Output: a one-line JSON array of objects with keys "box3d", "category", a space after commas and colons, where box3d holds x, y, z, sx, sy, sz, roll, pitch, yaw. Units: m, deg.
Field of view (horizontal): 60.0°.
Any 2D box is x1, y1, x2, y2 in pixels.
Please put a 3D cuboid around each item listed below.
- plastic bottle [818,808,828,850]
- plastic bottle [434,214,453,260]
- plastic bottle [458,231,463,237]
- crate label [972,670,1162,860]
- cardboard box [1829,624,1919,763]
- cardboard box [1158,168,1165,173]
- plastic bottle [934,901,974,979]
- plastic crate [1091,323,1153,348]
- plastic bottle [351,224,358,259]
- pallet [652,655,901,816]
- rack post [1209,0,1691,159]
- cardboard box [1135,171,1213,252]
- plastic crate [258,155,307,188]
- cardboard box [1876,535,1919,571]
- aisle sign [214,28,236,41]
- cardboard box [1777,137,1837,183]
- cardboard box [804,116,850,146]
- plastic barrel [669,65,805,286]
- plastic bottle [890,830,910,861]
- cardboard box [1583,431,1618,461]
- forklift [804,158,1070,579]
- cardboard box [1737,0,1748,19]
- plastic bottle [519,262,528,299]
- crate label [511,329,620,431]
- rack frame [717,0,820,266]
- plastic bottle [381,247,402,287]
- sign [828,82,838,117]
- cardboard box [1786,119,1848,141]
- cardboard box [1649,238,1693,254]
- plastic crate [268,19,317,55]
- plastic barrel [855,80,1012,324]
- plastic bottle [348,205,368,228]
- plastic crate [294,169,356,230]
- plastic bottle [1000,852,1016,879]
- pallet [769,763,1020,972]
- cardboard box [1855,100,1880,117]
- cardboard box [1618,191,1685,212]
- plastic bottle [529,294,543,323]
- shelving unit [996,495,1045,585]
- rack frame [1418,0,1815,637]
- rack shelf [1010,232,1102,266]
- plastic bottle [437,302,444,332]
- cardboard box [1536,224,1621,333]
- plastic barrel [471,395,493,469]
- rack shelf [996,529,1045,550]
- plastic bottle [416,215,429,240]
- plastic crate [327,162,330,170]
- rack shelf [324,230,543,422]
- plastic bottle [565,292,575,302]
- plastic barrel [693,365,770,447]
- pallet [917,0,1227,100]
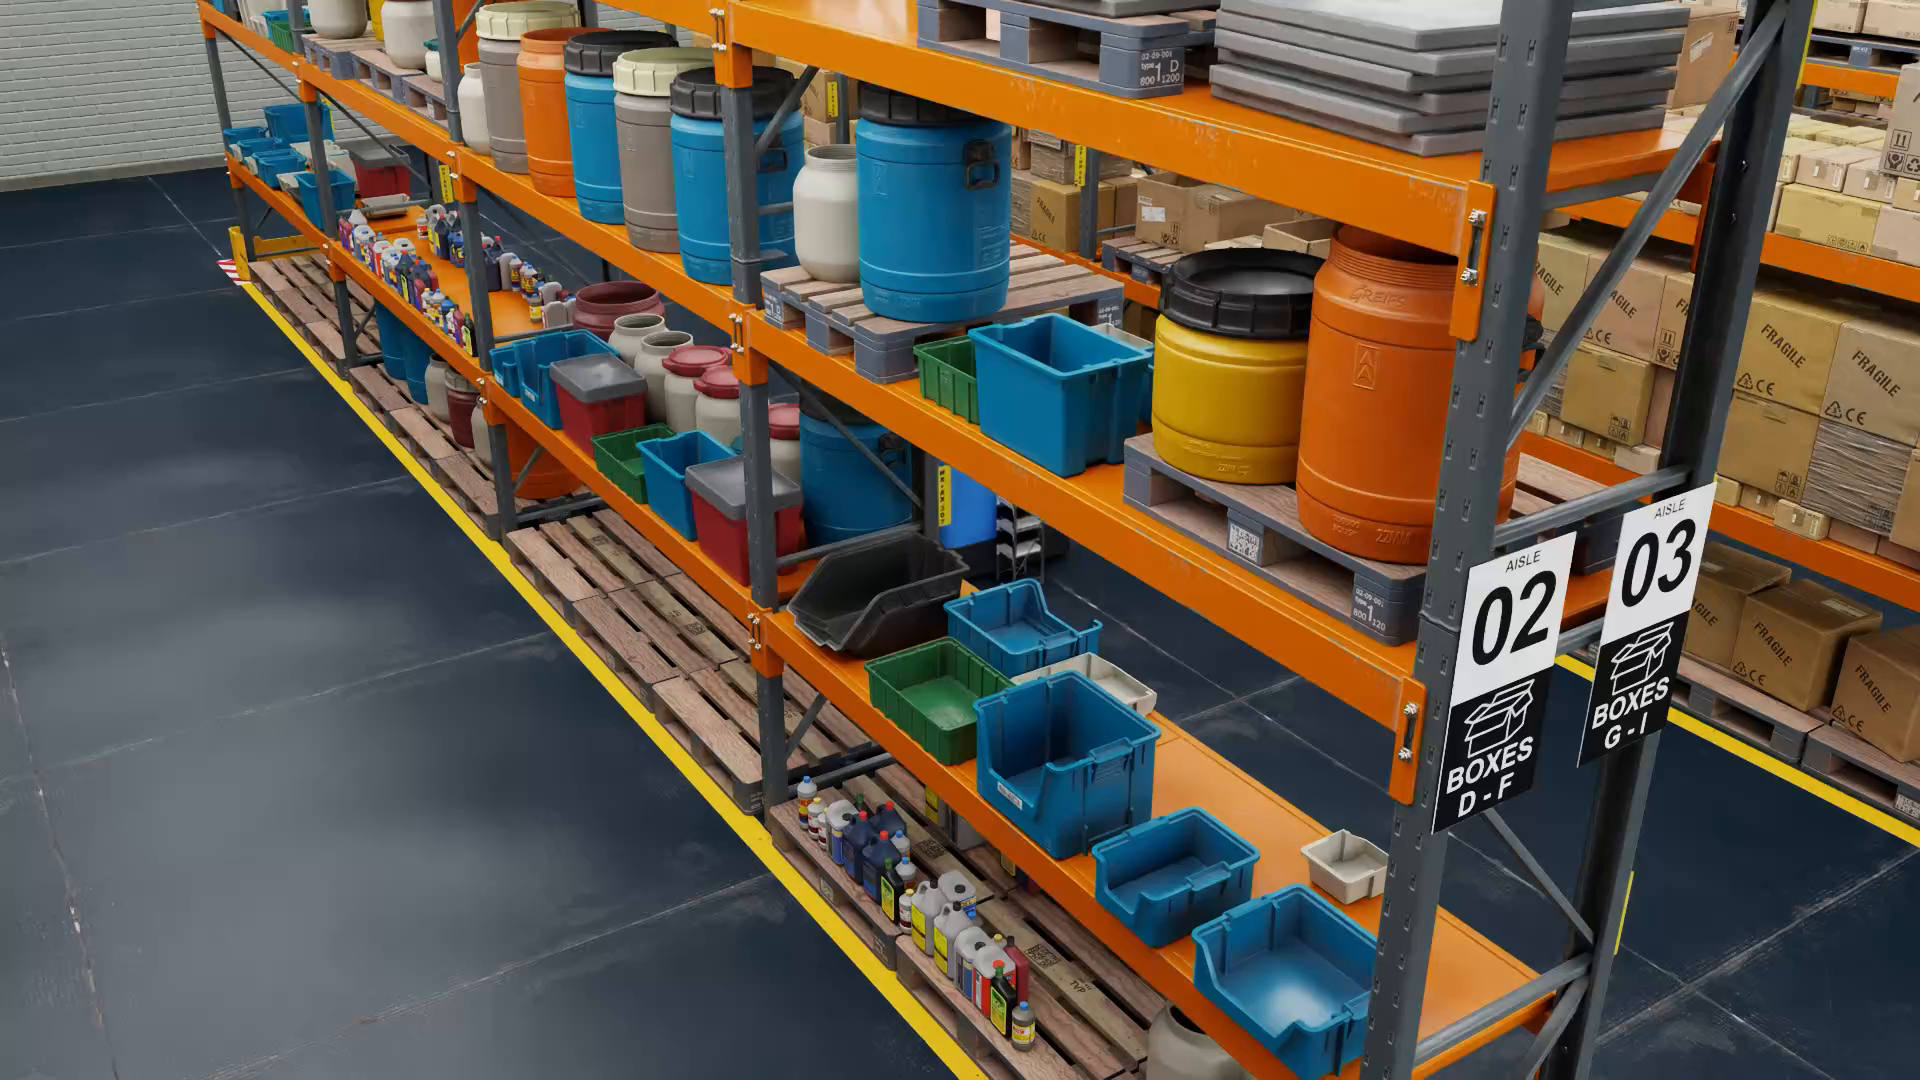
[{"box3d": [-0.637, 1.385, 8.026, 0.097, 0.201, 0.097, 0, 25, 0], "category": "plastic bottle"}, {"box3d": [-4.166, -2.457, 13.461, 0.144, 0.351, 0.185, -16, 29, -30], "category": "plastic bottle"}, {"box3d": [-3.961, -2.399, 13.425, 0.152, 0.276, 0.135, -16, 29, -30], "category": "plastic bottle"}, {"box3d": [0.397, 0.850, 6.358, 0.502, 0.435, 0.616, -16, 29, -30], "category": "crate label"}, {"box3d": [5.097, 0.814, 8.911, 0.500, 0.500, 0.500, -8, 26, -16], "category": "cardboard box"}, {"box3d": [2.627, -4.477, 20.182, 0.380, 0.149, 0.250, -15, 29, -29], "category": "cardboard box"}, {"box3d": [-0.025, 1.701, 7.184, 0.144, 0.351, 0.185, -14, 29, -27], "category": "plastic bottle"}, {"box3d": [0.660, -0.727, 6.534, 0.243, 0.136, 0.396, -16, 29, -30], "category": "plastic crate"}, {"box3d": [-4.875, -2.423, 13.482, 0.097, 0.271, 0.097, 0, 25, 0], "category": "plastic bottle"}, {"box3d": [-1.016, 1.019, 9.306, 1.003, 0.211, 1.213, -16, 29, -30], "category": "pallet"}, {"box3d": [1.323, -1.326, 4.566, 0.937, 0.300, 0.954, -12, 28, -24], "category": "rack post"}, {"box3d": [1.740, -2.606, 13.110, 0.500, 0.500, 0.500, -20, 32, -36], "category": "cardboard box"}, {"box3d": [-6.364, -3.470, 15.675, 0.416, 0.233, 0.300, -16, 29, -30], "category": "plastic crate"}, {"box3d": [4.909, 0.007, 8.478, 0.380, 0.149, 0.250, -16, 29, -30], "category": "cardboard box"}, {"box3d": [-7.394, -5.394, 16.580, 0.394, 0.787, 0.004, -16, 29, -30], "category": "aisle sign"}, {"box3d": [4.258, -1.947, 8.519, 0.380, 0.149, 0.250, -16, 30, -31], "category": "cardboard box"}, {"box3d": [-1.233, -4.149, 16.815, 0.500, 0.250, 0.500, -16, 30, -31], "category": "cardboard box"}, {"box3d": [-1.014, -1.684, 7.666, 0.600, 0.901, 0.708, -16, 29, -30], "category": "plastic barrel"}, {"box3d": [-0.281, 1.474, 7.757, 0.097, 0.271, 0.097, 0, 25, 0], "category": "plastic bottle"}, {"box3d": [3.890, -0.601, 9.766, 0.380, 0.149, 0.250, -16, 29, -30], "category": "cardboard box"}, {"box3d": [-0.435, -1.634, 11.740, 1.130, 2.935, 3.031, -14, 29, -28], "category": "forklift"}, {"box3d": [6.665, -4.371, 13.439, 0.500, 0.311, 0.500, -17, 30, -31], "category": "cardboard box"}, {"box3d": [-3.249, -1.951, 12.482, 0.097, 0.271, 0.097, 0, 25, 0], "category": "plastic bottle"}, {"box3d": [-2.423, -0.998, 10.272, 0.502, 0.435, 0.616, -16, 29, -30], "category": "crate label"}, {"box3d": [-0.555, -2.683, 6.854, 1.000, 3.000, 0.127, -16, 29, -30], "category": "rack frame"}, {"box3d": [-4.356, -2.107, 12.807, 0.152, 0.276, 0.135, -16, 29, -30], "category": "plastic bottle"}, {"box3d": [-1.236, -4.283, 16.165, 0.100, 0.325, 0.005, -16, 29, -30], "category": "sign"}, {"box3d": [4.545, -2.156, 8.960, 0.380, 0.149, 0.250, -14, 29, -28], "category": "cardboard box"}, {"box3d": [4.345, -1.481, 9.698, 0.500, 0.500, 0.500, -16, 29, -30], "category": "cardboard box"}, {"box3d": [-5.406, -4.173, 13.773, 0.450, 0.188, 0.662, -16, 29, -30], "category": "plastic crate"}, {"box3d": [-0.101, -1.362, 6.491, 0.600, 0.901, 0.708, -16, 29, -30], "category": "plastic barrel"}, {"box3d": [-4.979, -2.593, 13.750, 0.144, 0.351, 0.185, -16, 29, -30], "category": "plastic bottle"}, {"box3d": [-5.463, -2.939, 14.372, 0.392, 0.384, 0.575, -16, 29, -30], "category": "plastic crate"}, {"box3d": [0.248, 1.440, 7.815, 0.061, 0.283, 0.133, -16, 29, -30], "category": "plastic bottle"}, {"box3d": [-0.223, 1.541, 8.201, 1.003, 0.211, 1.213, -16, 29, -30], "category": "pallet"}, {"box3d": [9.862, -4.672, 17.898, 0.380, 0.149, 0.250, -18, 30, -33], "category": "cardboard box"}, {"box3d": [3.919, -2.004, 9.106, 0.500, 0.250, 0.500, -16, 30, -30], "category": "cardboard box"}, {"box3d": [-3.051, -1.671, 11.970, 0.097, 0.201, 0.097, 0, 25, 0], "category": "plastic bottle"}, {"box3d": [0.398, -0.120, 10.912, 0.258, 0.900, 0.210, -14, 29, -28], "category": "shelving unit"}, {"box3d": [1.629, -1.252, 3.824, 1.000, 3.000, 0.127, -16, 29, -30], "category": "rack frame"}, {"box3d": [0.320, -2.945, 15.280, 1.077, 0.370, 4.000, -16, 29, -30], "category": "rack shelf"}, {"box3d": [-3.650, -1.589, 11.796, 0.097, 0.201, 0.097, 0, 25, 0], "category": "plastic bottle"}, {"box3d": [3.628, -1.536, 9.815, 0.500, 0.500, 0.500, -16, 29, -30], "category": "cardboard box"}, {"box3d": [-3.403, -0.818, 12.353, 0.421, 0.512, 0.421, 0, 25, 0], "category": "plastic barrel"}, {"box3d": [0.398, -0.008, 10.964, 0.258, 0.077, 0.200, -14, 29, -28], "category": "rack shelf"}, {"box3d": [-4.530, -2.640, 14.024, 0.097, 0.201, 0.097, 0, 25, 0], "category": "plastic bottle"}, {"box3d": [-6.013, -3.618, 16.101, 0.298, 0.136, 0.250, -16, 29, -30], "category": "plastic crate"}, {"box3d": [-3.830, -1.791, 12.835, 1.077, 0.370, 4.000, -16, 29, -30], "category": "rack shelf"}, {"box3d": [-2.744, -1.620, 11.782, 0.097, 0.271, 0.097, 0, 25, 0], "category": "plastic bottle"}, {"box3d": [-1.294, -0.687, 9.495, 0.433, 0.535, 0.433, 0, 25, 0], "category": "plastic barrel"}, {"box3d": [0.589, -1.691, 5.444, 1.003, 0.211, 1.213, -16, 29, -30], "category": "pallet"}]
